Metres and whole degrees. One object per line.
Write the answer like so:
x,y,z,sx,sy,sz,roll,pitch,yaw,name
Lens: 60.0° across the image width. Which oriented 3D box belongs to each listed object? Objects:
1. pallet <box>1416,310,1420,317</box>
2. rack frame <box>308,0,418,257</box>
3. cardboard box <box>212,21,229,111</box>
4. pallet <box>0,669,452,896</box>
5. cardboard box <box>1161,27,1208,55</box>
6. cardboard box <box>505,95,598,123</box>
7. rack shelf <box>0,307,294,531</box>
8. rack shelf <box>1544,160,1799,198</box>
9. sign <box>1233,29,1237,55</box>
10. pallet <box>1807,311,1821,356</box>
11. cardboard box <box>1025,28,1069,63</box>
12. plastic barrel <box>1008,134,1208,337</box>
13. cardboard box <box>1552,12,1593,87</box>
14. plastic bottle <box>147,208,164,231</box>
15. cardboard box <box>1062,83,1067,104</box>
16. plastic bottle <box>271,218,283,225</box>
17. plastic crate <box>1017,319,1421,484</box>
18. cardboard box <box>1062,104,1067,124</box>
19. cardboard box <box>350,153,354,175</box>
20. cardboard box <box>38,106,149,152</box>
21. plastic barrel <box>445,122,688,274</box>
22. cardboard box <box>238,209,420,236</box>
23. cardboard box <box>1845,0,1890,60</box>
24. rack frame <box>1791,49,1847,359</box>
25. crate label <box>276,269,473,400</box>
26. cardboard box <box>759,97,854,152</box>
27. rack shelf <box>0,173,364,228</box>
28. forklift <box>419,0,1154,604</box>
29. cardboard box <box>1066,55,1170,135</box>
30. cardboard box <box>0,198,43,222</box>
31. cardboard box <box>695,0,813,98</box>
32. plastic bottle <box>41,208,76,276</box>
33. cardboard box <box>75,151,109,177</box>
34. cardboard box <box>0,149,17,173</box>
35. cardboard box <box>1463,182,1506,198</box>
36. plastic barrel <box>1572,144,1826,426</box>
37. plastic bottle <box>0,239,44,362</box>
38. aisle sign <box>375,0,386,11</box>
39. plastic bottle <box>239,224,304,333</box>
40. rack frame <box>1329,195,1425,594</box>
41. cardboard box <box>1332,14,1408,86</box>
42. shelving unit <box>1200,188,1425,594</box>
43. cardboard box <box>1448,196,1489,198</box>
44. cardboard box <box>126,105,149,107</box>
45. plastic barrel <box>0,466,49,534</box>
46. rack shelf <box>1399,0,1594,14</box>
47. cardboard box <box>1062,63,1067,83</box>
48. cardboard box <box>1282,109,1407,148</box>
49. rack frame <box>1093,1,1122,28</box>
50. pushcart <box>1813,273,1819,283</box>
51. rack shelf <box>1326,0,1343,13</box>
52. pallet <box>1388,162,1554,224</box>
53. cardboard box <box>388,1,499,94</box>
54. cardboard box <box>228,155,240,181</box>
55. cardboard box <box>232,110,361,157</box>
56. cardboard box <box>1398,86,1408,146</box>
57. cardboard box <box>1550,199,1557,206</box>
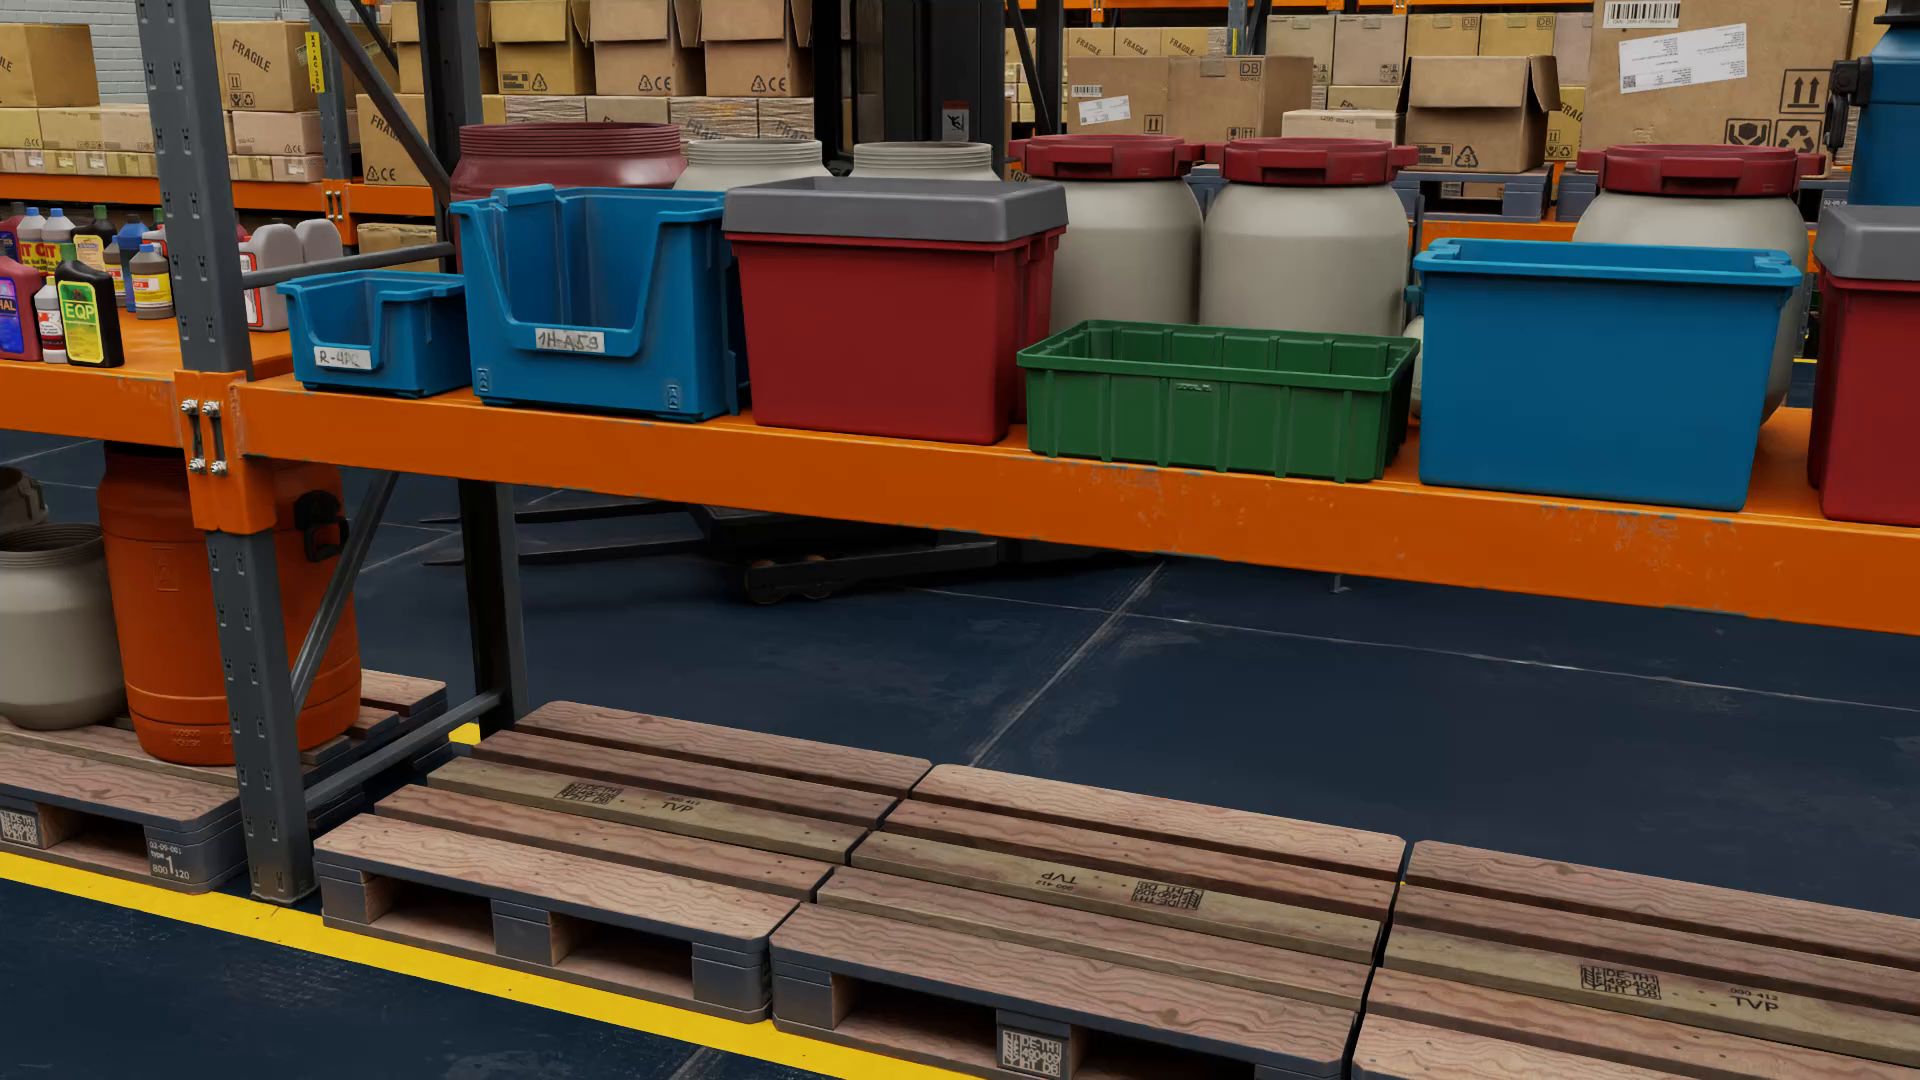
4.057,-1.671,12.551,1.213,0.211,1.003,6,17,21,pallet
-3.414,-2.369,9.953,0.127,3.000,1.000,6,17,21,rack frame
-4.405,-2.830,9.931,0.500,0.500,0.500,6,17,21,cardboard box
-2.259,0.594,4.748,1.213,0.211,1.003,6,17,21,pallet
2.426,-5.146,17.546,0.500,0.500,0.500,6,17,21,cardboard box
-2.145,-2.202,9.201,0.500,0.500,0.500,6,17,19,cardboard box
-3.371,-0.534,4.924,4.000,0.370,1.077,6,17,21,rack shelf
4.081,-2.686,12.335,4.000,0.370,1.077,6,17,21,rack shelf
2.030,-3.612,12.300,0.005,0.325,0.100,6,17,21,sign
6.620,-1.389,11.580,1.213,0.211,1.003,6,17,21,pallet
1.009,-5.303,18.087,0.500,0.500,0.500,6,17,20,cardboard box
0.316,-0.605,3.634,0.433,0.535,0.433,0,16,0,plastic barrel
4.528,-3.508,11.904,0.500,0.500,0.700,6,17,21,cardboard box
-2.333,-0.820,4.827,0.133,0.283,0.061,6,17,21,plastic bottle
0.867,-3.471,12.913,0.250,0.149,0.380,6,17,21,cardboard box
-1.893,-0.760,4.643,0.097,0.271,0.097,0,16,0,plastic bottle
0.487,-0.269,3.100,0.662,0.188,0.450,6,17,21,plastic crate
0.893,-3.326,12.949,0.250,0.149,0.380,6,17,20,cardboard box
-3.812,-2.392,10.482,0.250,0.149,0.380,6,17,19,cardboard box
-5.349,-2.574,10.395,0.500,0.250,0.500,6,17,20,cardboard box
-0.968,-0.771,4.207,0.708,0.536,0.600,6,17,21,plastic barrel
-3.999,-1.638,10.495,0.875,0.875,0.875,6,17,21,cardboard box
6.272,-3.370,11.197,0.550,0.550,0.875,6,17,21,cardboard box
5.941,-2.826,11.529,0.127,3.000,1.000,6,17,21,rack frame
-1.256,-0.454,3.659,0.416,0.233,0.303,6,17,21,crate label
-0.705,-2.046,8.663,0.500,0.500,0.500,6,17,20,cardboard box
-5.275,-2.228,10.758,4.000,0.370,1.077,6,17,21,rack shelf
-0.632,-1.327,6.489,3.031,2.935,1.130,-5,17,-18,forklift
0.824,-2.164,8.316,0.500,0.500,0.500,4,17,14,cardboard box
-6.511,-1.915,11.446,0.875,0.875,0.875,6,17,21,cardboard box
-0.973,-2.636,8.894,0.637,0.503,0.797,7,17,22,cardboard box
-2.662,-0.845,4.935,0.097,0.271,0.097,0,16,0,plastic bottle
-5.250,-2.352,10.346,0.250,0.149,0.380,7,17,22,cardboard box
-5.970,-2.431,10.617,0.250,0.149,0.380,6,17,20,cardboard box
6.946,-4.747,21.650,0.625,0.625,0.875,7,18,22,cardboard box
1.401,-0.486,3.223,0.433,0.535,0.433,0,16,0,plastic barrel
-2.258,-0.573,3.978,0.133,0.283,0.061,6,17,21,plastic bottle
-5.400,-5.232,15.153,0.004,0.787,0.394,6,17,21,aisle sign
-1.851,-0.704,4.441,0.135,0.276,0.152,6,17,21,plastic bottle
1.598,-0.549,6.374,0.400,1.500,0.023,-13,21,-38,rack frame
3.105,-3.664,12.442,0.500,0.500,0.700,6,17,20,cardboard box
1.362,-0.627,6.644,0.431,1.500,0.755,-13,21,-38,shelving unit
5.154,-3.336,17.244,0.625,0.372,0.950,6,17,20,cardboard box
-5.156,-2.712,10.870,0.500,0.250,0.500,6,17,21,cardboard box
-3.023,0.120,4.951,0.708,0.588,0.600,6,17,21,plastic barrel
7.621,-6.708,20.810,4.000,0.370,1.077,6,17,21,rack shelf
0.870,-3.613,12.869,0.250,0.149,0.380,7,18,22,cardboard box
1.781,-1.858,7.710,0.500,0.250,0.500,6,17,19,cardboard box
2.039,-6.227,23.242,0.127,3.000,1.000,6,17,21,rack frame
6.874,-2.265,14.298,0.936,0.377,1.648,0,16,1,pushcart
2.082,-5.829,17.784,4.000,0.370,1.077,6,17,21,rack shelf
2.163,-1.676,7.909,1.213,0.211,1.003,6,17,21,pallet
-2.817,-2.835,9.581,0.637,0.503,0.797,6,17,19,cardboard box
-4.297,-2.247,9.984,0.250,0.149,0.380,6,17,20,cardboard box
-3.922,-2.417,9.854,0.500,0.250,0.500,6,17,20,cardboard box
3.482,-3.065,12.171,0.500,0.500,0.500,6,17,21,cardboard box
4.435,-2.088,12.266,0.750,0.750,1.050,6,17,21,cardboard box
